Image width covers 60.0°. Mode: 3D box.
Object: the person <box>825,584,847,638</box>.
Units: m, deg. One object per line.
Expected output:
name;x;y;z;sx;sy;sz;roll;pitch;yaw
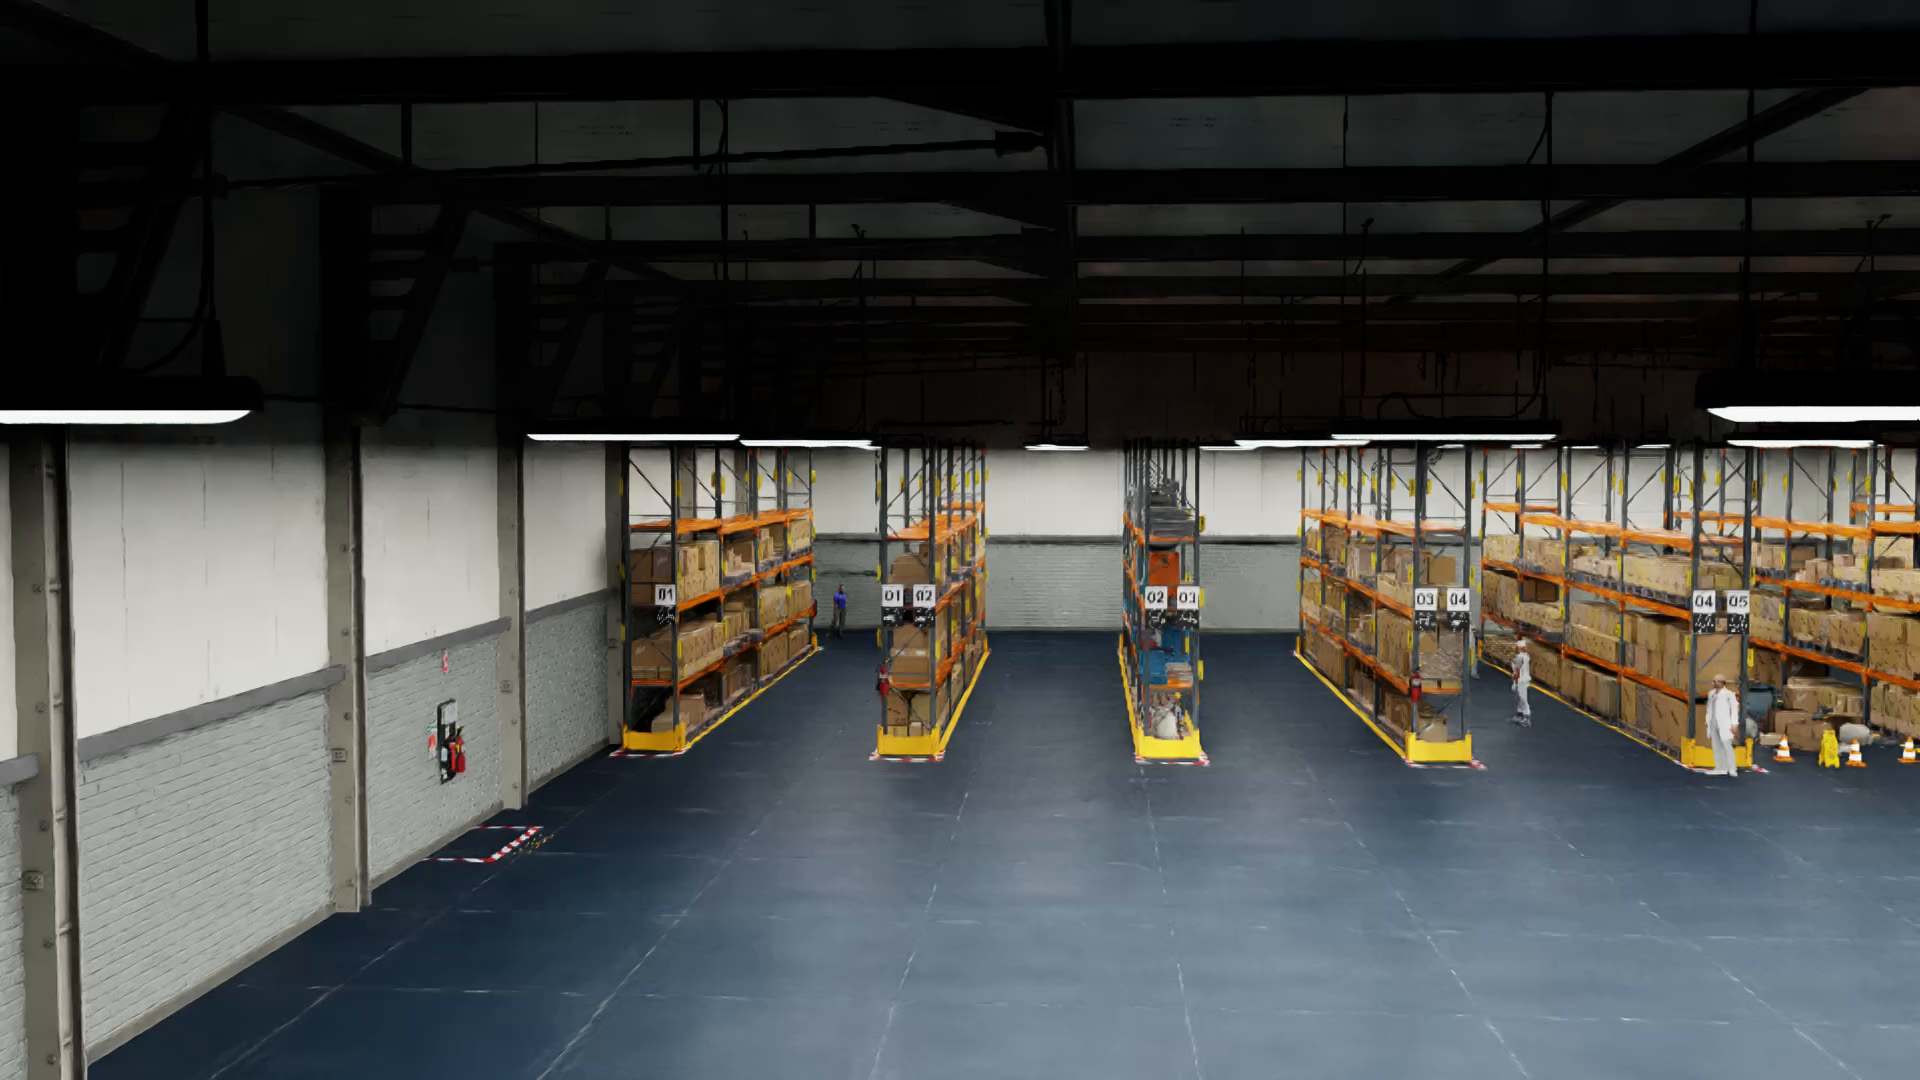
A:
person;-3.792;2.173;51.035;0.653;1.652;0.452;-2;4;-38

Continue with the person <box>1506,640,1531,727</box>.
person;11.643;2.963;34.628;0.569;1.786;0.653;2;4;33

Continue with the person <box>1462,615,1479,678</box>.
person;12.850;2.668;42.127;0.497;1.578;1.090;0;3;7

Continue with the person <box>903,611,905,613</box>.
person;-1.646;2.405;47.068;0.598;1.619;0.507;0;3;2

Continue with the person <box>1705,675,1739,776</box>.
person;13.460;3.268;29.359;0.475;1.779;0.628;-2;3;-28
